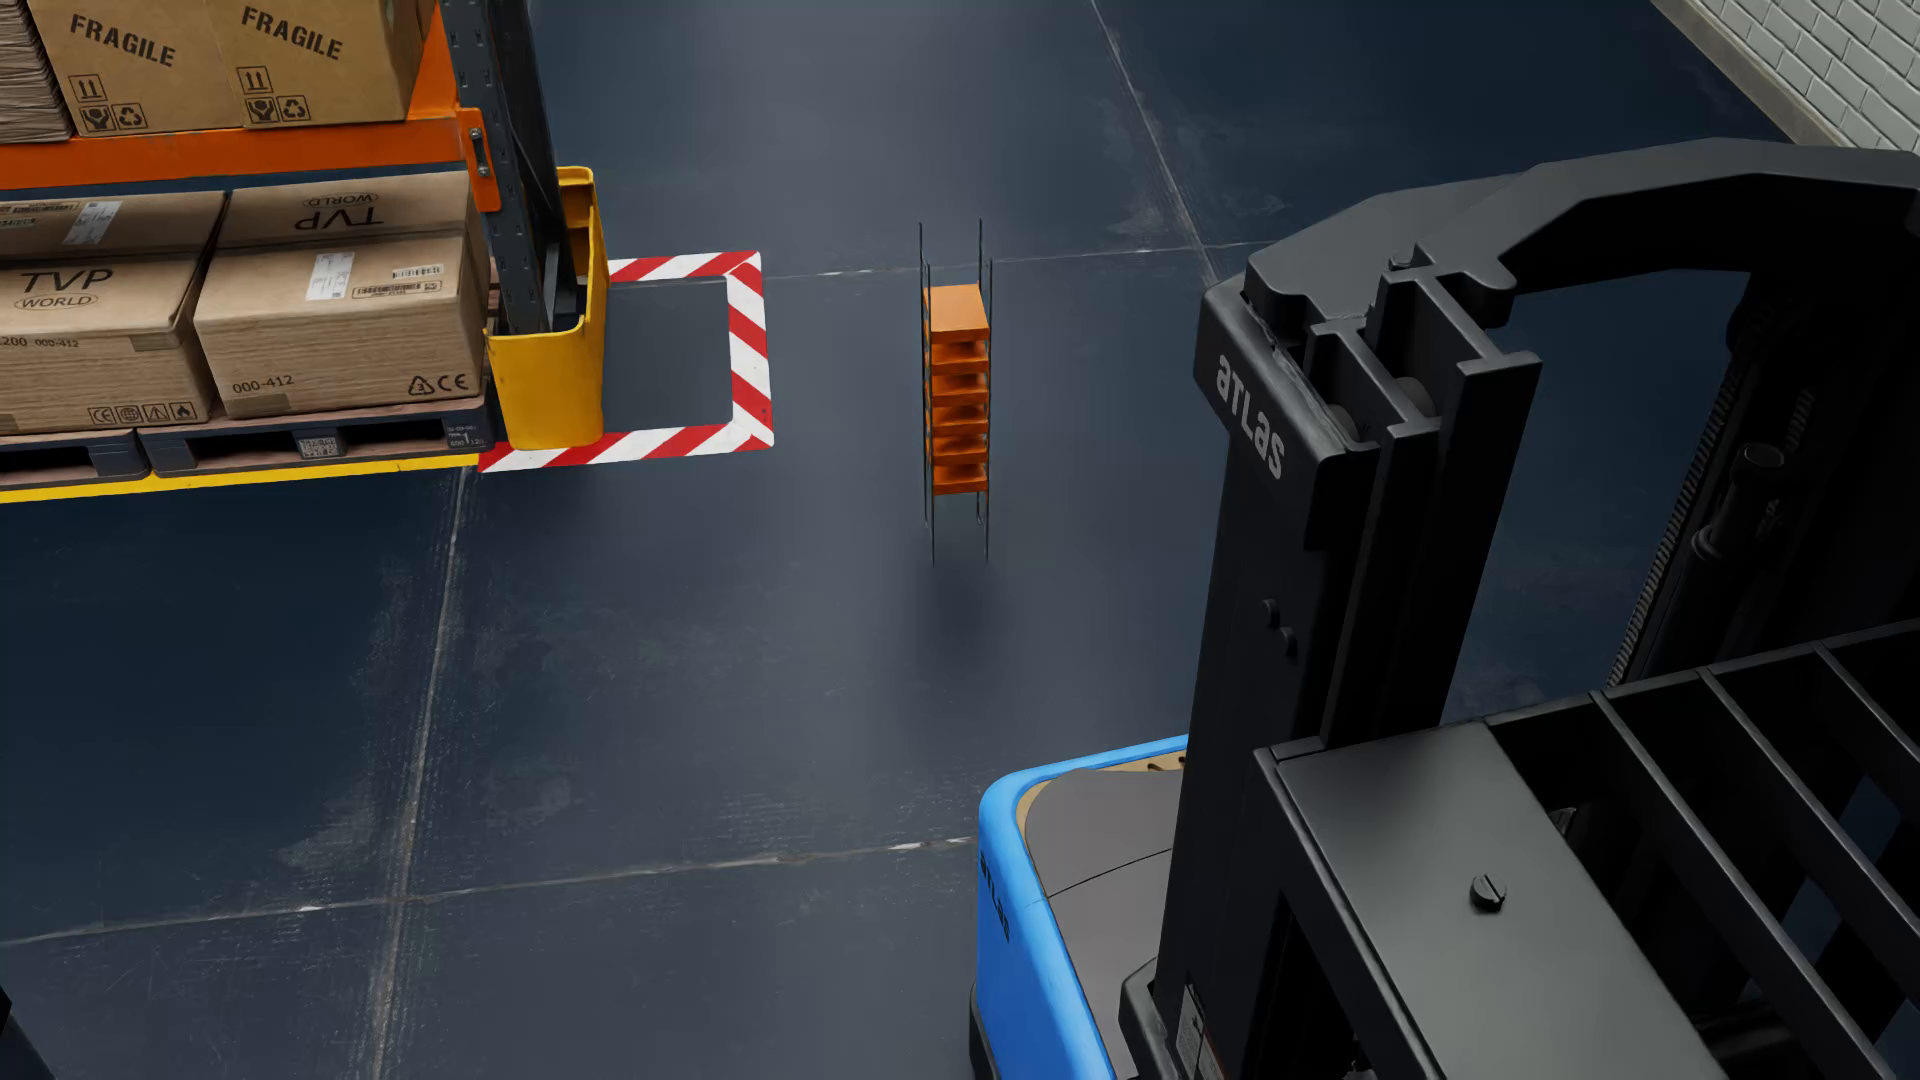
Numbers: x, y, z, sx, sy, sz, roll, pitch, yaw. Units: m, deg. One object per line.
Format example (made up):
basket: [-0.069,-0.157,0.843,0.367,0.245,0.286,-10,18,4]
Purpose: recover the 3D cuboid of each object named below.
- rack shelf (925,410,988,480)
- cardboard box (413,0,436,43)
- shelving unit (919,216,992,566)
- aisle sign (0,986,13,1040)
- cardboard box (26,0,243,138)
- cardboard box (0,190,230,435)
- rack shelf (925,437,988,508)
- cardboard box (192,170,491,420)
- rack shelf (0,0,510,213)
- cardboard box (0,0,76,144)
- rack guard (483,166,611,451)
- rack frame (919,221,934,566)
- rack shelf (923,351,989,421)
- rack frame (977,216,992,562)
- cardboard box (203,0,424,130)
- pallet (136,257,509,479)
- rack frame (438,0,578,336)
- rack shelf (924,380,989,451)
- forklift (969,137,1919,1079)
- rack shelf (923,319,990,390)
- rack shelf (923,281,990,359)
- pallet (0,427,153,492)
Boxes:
rack shelf: [-0.014,-0.322,5.439,0.180,0.103,0.258,-5,42,-6]
cardboard box: [-2.098,-2.022,5.659,0.500,0.500,0.500,-5,42,-6]
shelving unit: [-0.014,-0.444,5.329,0.189,1.200,0.258,-5,42,-6]
aisle sign: [-0.908,0.294,1.225,0.004,0.787,0.394,-5,42,-6]
cardboard box: [-2.528,-1.622,5.216,0.500,0.500,0.500,-6,42,-6]
cardboard box: [-3.132,-0.831,6.014,0.875,0.438,0.875,-4,42,-4]
rack shelf: [-0.014,-0.233,5.519,0.180,0.103,0.258,-5,42,-6]
cardboard box: [-2.226,-0.917,6.108,0.875,0.438,0.875,-6,42,-7]
rack shelf: [-3.567,-1.395,5.576,4.000,0.370,1.077,-5,42,-6]
cardboard box: [-3.037,-1.570,5.159,0.500,0.500,0.500,-4,42,-4]
rack guard: [-1.561,-0.910,6.367,0.348,0.500,1.175,-5,42,-6]
rack frame: [-0.105,-0.436,5.320,0.006,1.200,0.240,-5,42,-6]
rack shelf: [-0.014,-0.500,5.278,0.180,0.103,0.258,-5,42,-6]
rack frame: [0.076,-0.452,5.338,0.006,1.200,0.240,-5,42,-6]
cardboard box: [-2.028,-1.655,5.253,0.500,0.500,0.500,-5,42,-5]
pallet: [-2.367,-0.679,6.327,1.213,0.211,1.003,-5,42,-6]
rack frame: [-1.584,-1.836,5.528,0.127,3.000,1.000,-5,42,-6]
rack shelf: [-0.014,-0.411,5.359,0.180,0.103,0.258,-5,42,-6]
forklift: [0.915,1.084,2.342,1.130,2.935,3.031,-11,43,-12]
rack shelf: [-0.014,-0.589,5.198,0.180,0.103,0.258,-5,42,-6]
rack shelf: [-0.014,-0.679,5.117,0.180,0.103,0.258,-5,42,-6]
pallet: [-3.574,-0.575,6.212,1.213,0.211,1.003,-5,42,-6]
